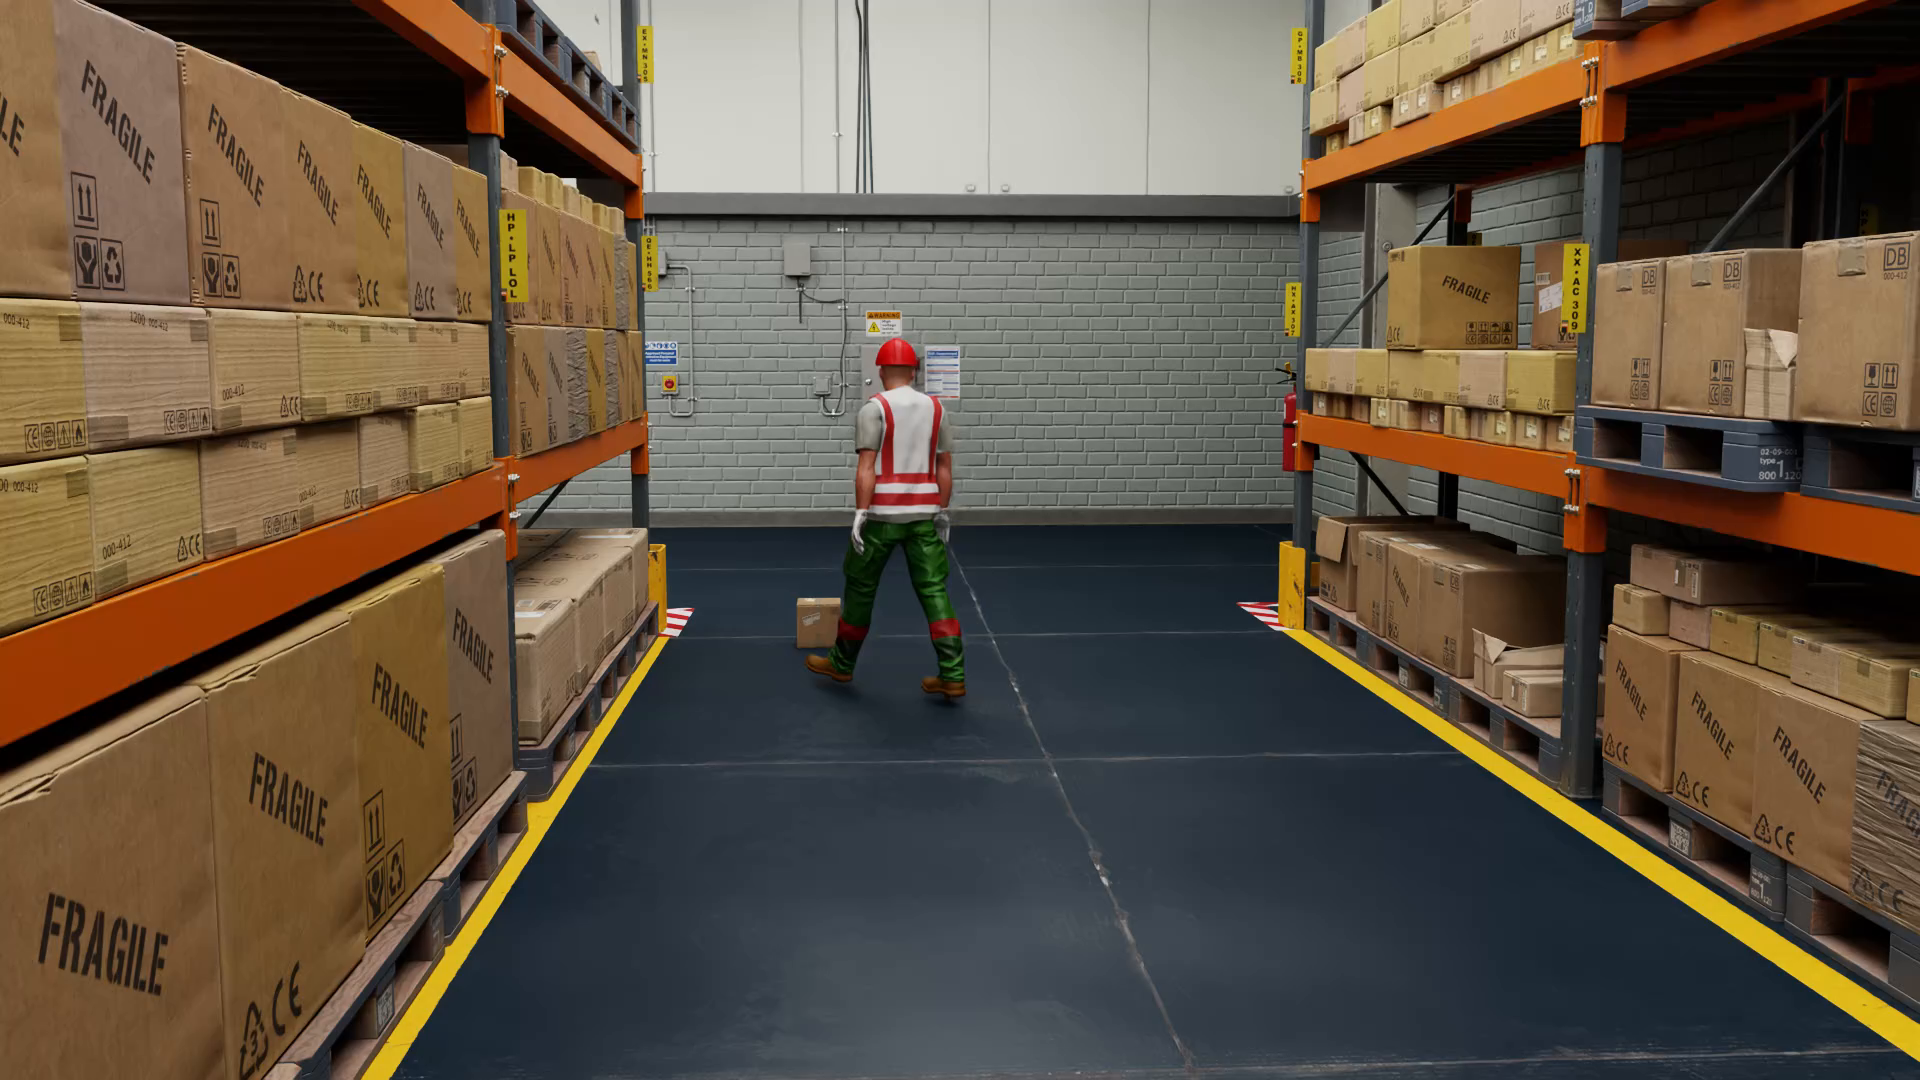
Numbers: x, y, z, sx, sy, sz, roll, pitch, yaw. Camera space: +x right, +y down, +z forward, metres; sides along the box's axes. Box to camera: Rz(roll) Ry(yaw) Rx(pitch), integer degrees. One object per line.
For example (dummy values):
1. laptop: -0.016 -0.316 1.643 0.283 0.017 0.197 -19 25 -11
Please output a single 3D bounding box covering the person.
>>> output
1. person: -0.338 -0.127 8.228 0.622 1.735 0.976 -4 8 -31
